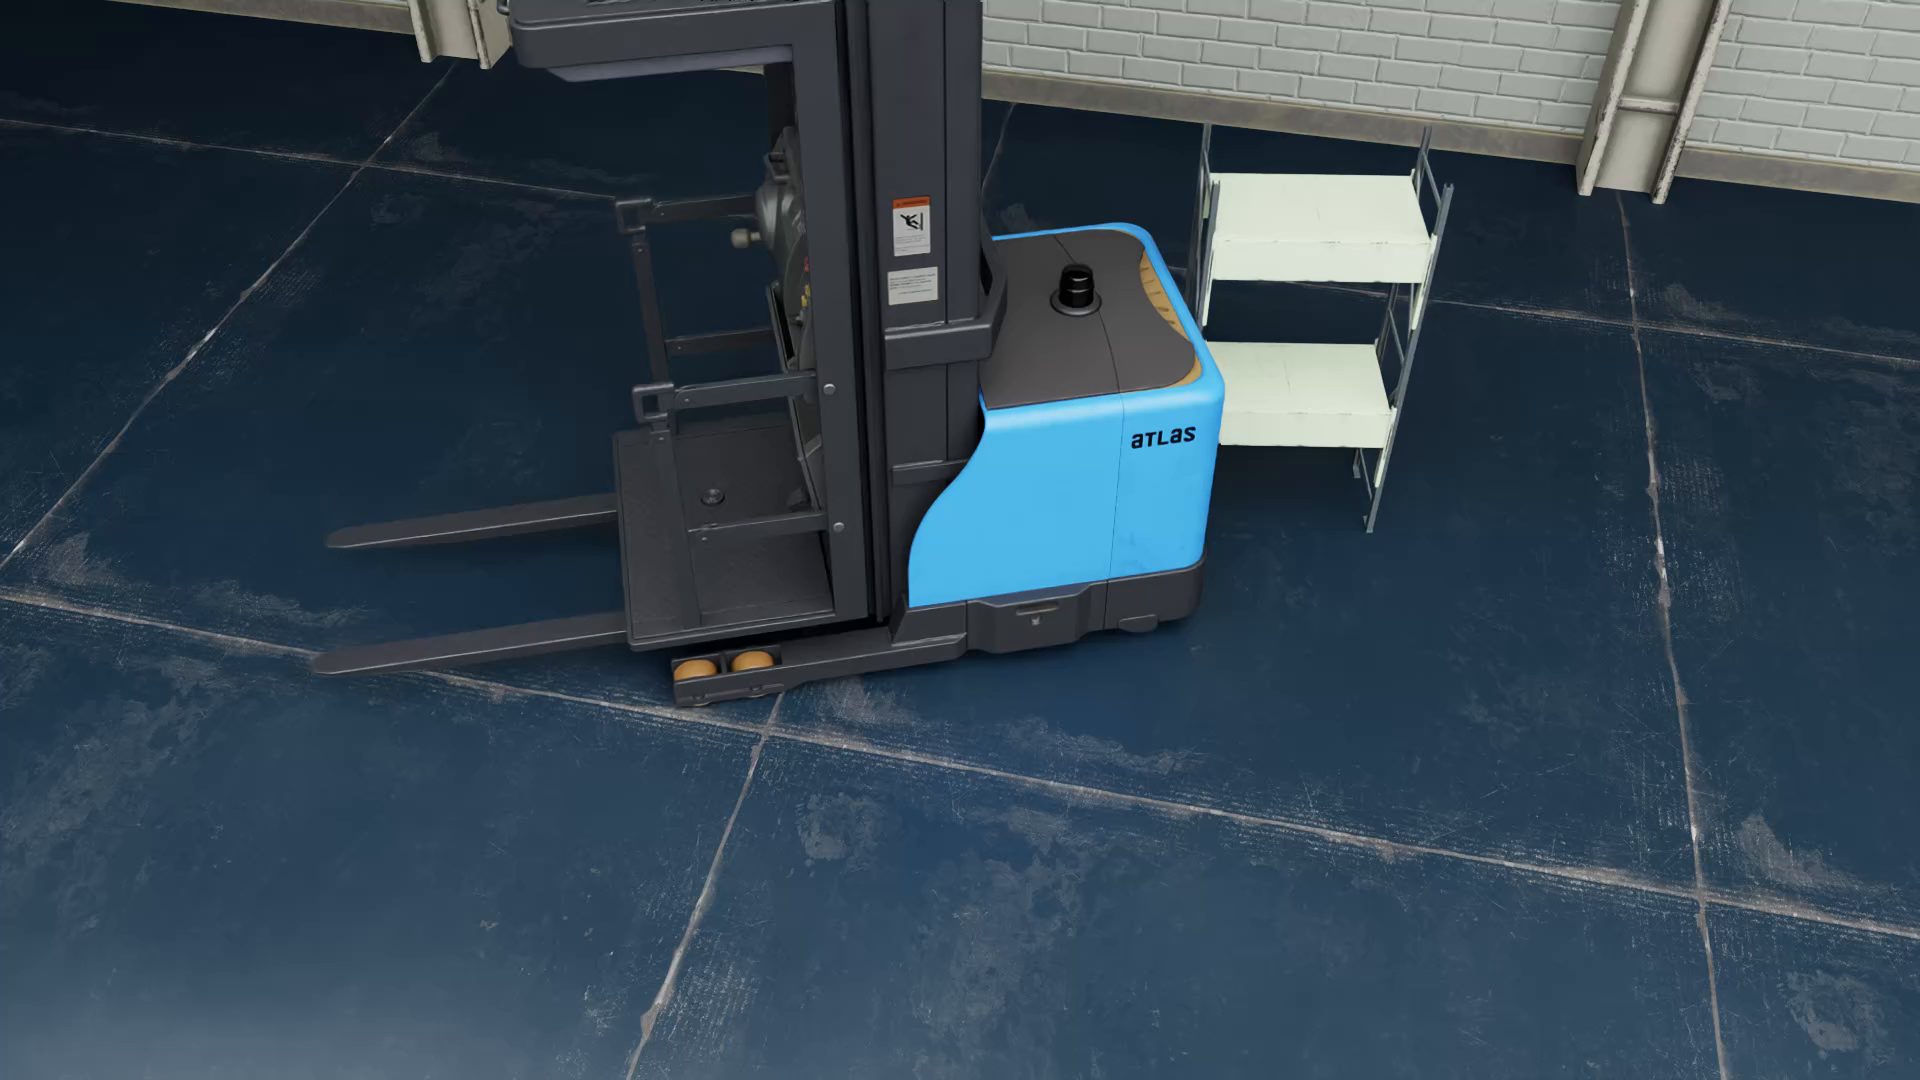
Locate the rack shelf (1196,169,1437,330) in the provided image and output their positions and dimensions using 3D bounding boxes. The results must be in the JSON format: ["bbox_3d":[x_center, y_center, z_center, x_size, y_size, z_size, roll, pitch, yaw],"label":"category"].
[{"bbox_3d":[1.184,-0.993,5.637,0.720,0.370,0.431,1,44,1],"label":"rack shelf"}]

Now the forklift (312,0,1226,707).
[{"bbox_3d":[-0.714,-0.891,5.062,3.031,2.935,1.130,-8,44,-8],"label":"forklift"}]

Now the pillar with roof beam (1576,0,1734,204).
[{"bbox_3d":[2.251,-2.060,1.901,0.400,9.000,9.100,9,45,9],"label":"pillar with roof beam"}]

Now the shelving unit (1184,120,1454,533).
[{"bbox_3d":[1.184,-0.712,5.908,0.755,1.500,0.431,1,44,1],"label":"shelving unit"}]

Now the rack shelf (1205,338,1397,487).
[{"bbox_3d":[1.184,-0.477,6.134,0.720,0.370,0.431,1,44,1],"label":"rack shelf"}]

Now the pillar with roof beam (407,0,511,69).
[{"bbox_3d":[-3.604,-2.969,2.845,0.400,9.000,9.100,9,45,9],"label":"pillar with roof beam"}]

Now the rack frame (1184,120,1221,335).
[{"bbox_3d":[0.818,-0.719,5.915,0.023,1.500,0.400,1,44,1],"label":"rack frame"}]

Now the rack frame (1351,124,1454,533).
[{"bbox_3d":[1.550,-0.705,5.900,0.023,1.500,0.400,1,44,1],"label":"rack frame"}]
